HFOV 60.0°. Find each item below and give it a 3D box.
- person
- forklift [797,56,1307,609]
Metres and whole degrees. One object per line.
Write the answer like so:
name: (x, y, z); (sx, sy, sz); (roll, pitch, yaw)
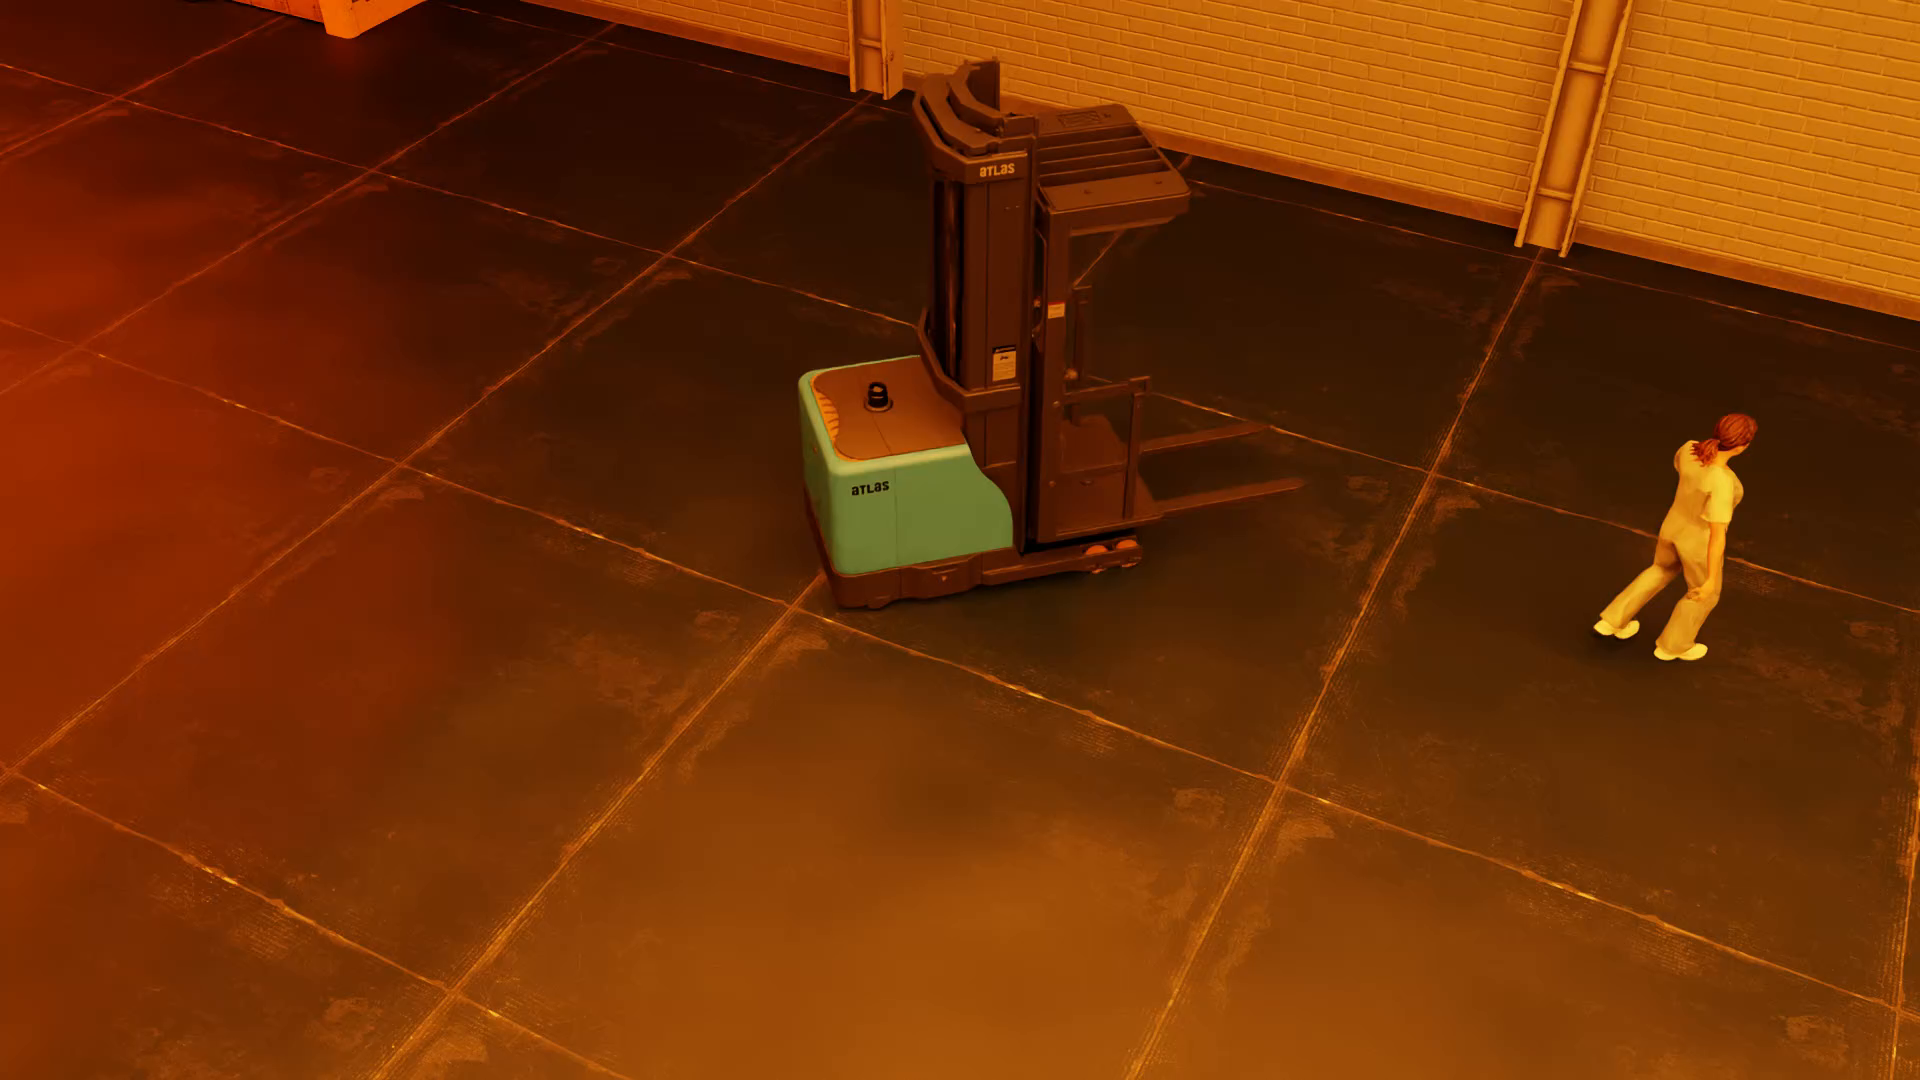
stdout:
person: (3.894, 0.074, 9.033); (0.505, 1.337, 0.565); (-10, 41, -12)
forklift: (0.607, -1.243, 9.462); (3.031, 2.935, 1.130); (-10, 41, -12)
